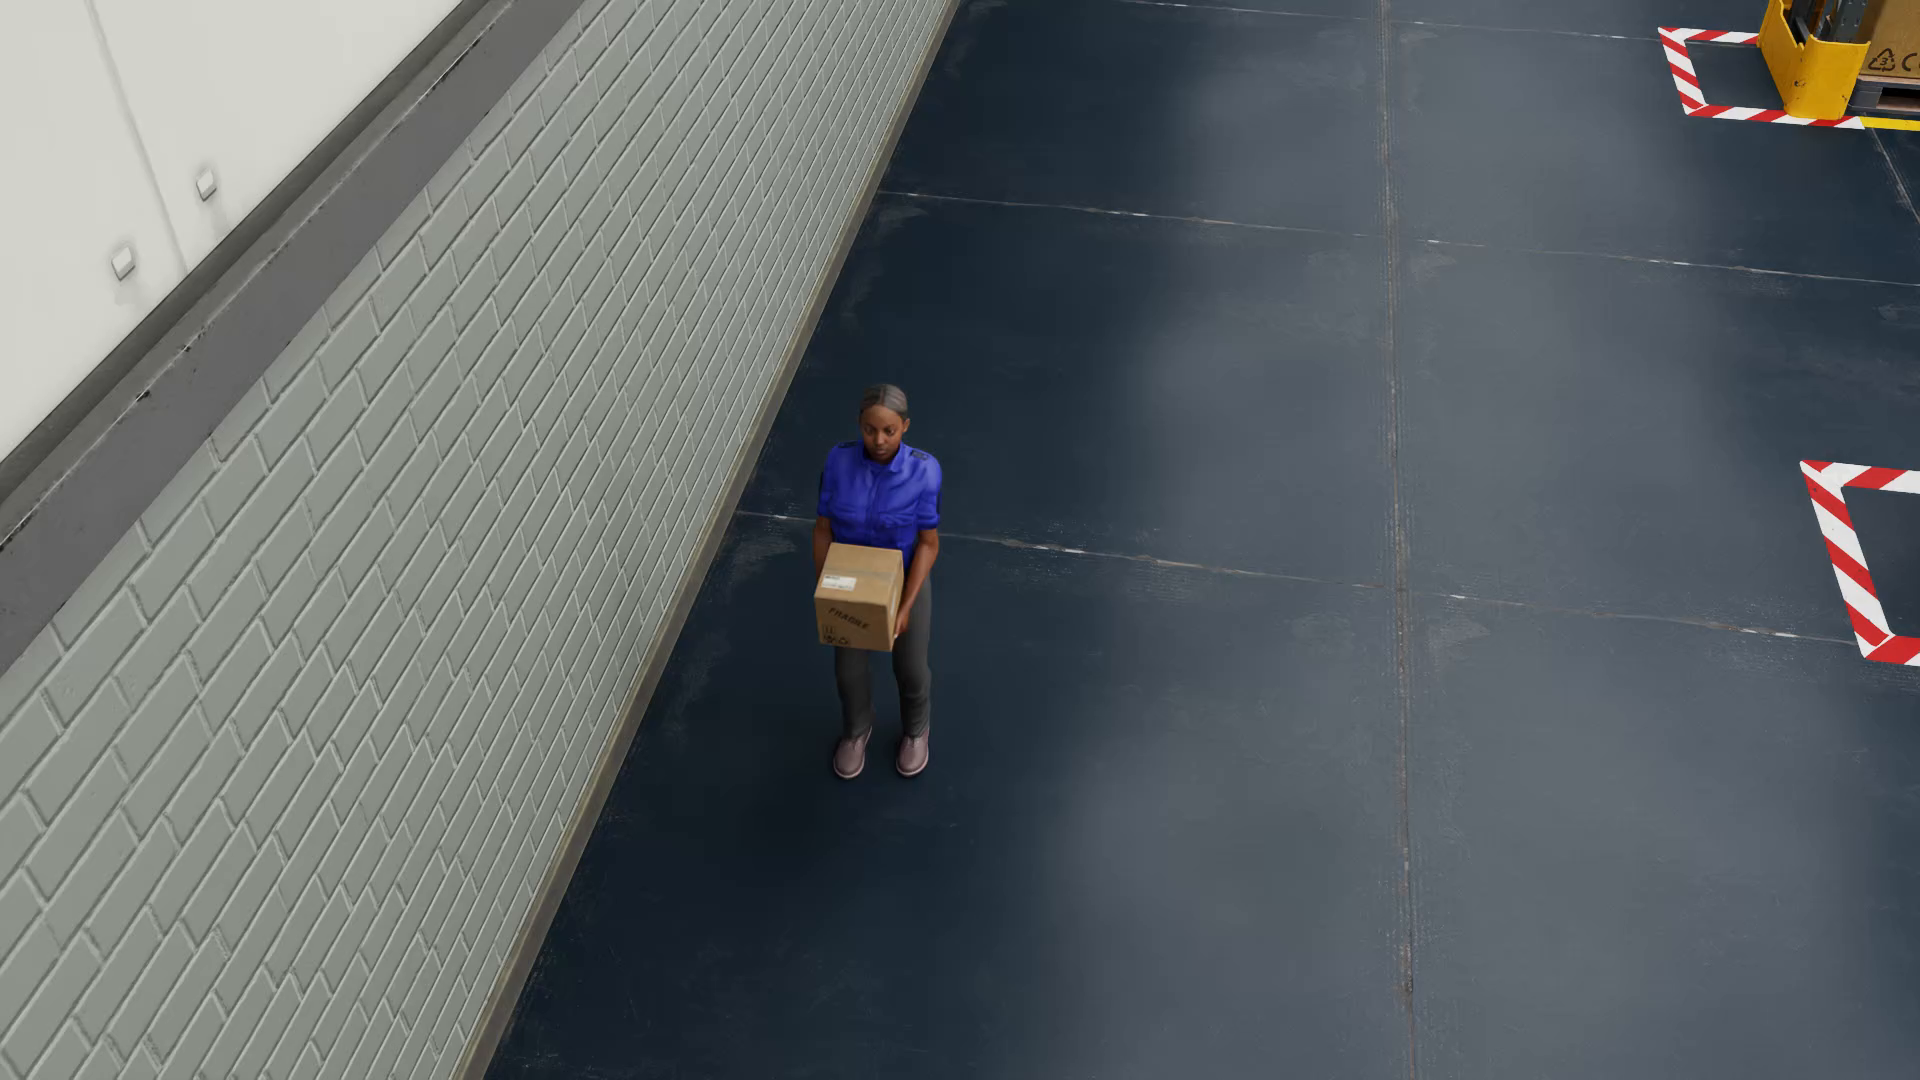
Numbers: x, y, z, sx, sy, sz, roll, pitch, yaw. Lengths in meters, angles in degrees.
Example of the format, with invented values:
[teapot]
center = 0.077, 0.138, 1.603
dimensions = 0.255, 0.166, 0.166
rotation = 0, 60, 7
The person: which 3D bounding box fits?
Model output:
[person]
center = -0.301, 0.213, 5.922
dimensions = 0.449, 1.645, 0.521
rotation = 7, 41, 8
